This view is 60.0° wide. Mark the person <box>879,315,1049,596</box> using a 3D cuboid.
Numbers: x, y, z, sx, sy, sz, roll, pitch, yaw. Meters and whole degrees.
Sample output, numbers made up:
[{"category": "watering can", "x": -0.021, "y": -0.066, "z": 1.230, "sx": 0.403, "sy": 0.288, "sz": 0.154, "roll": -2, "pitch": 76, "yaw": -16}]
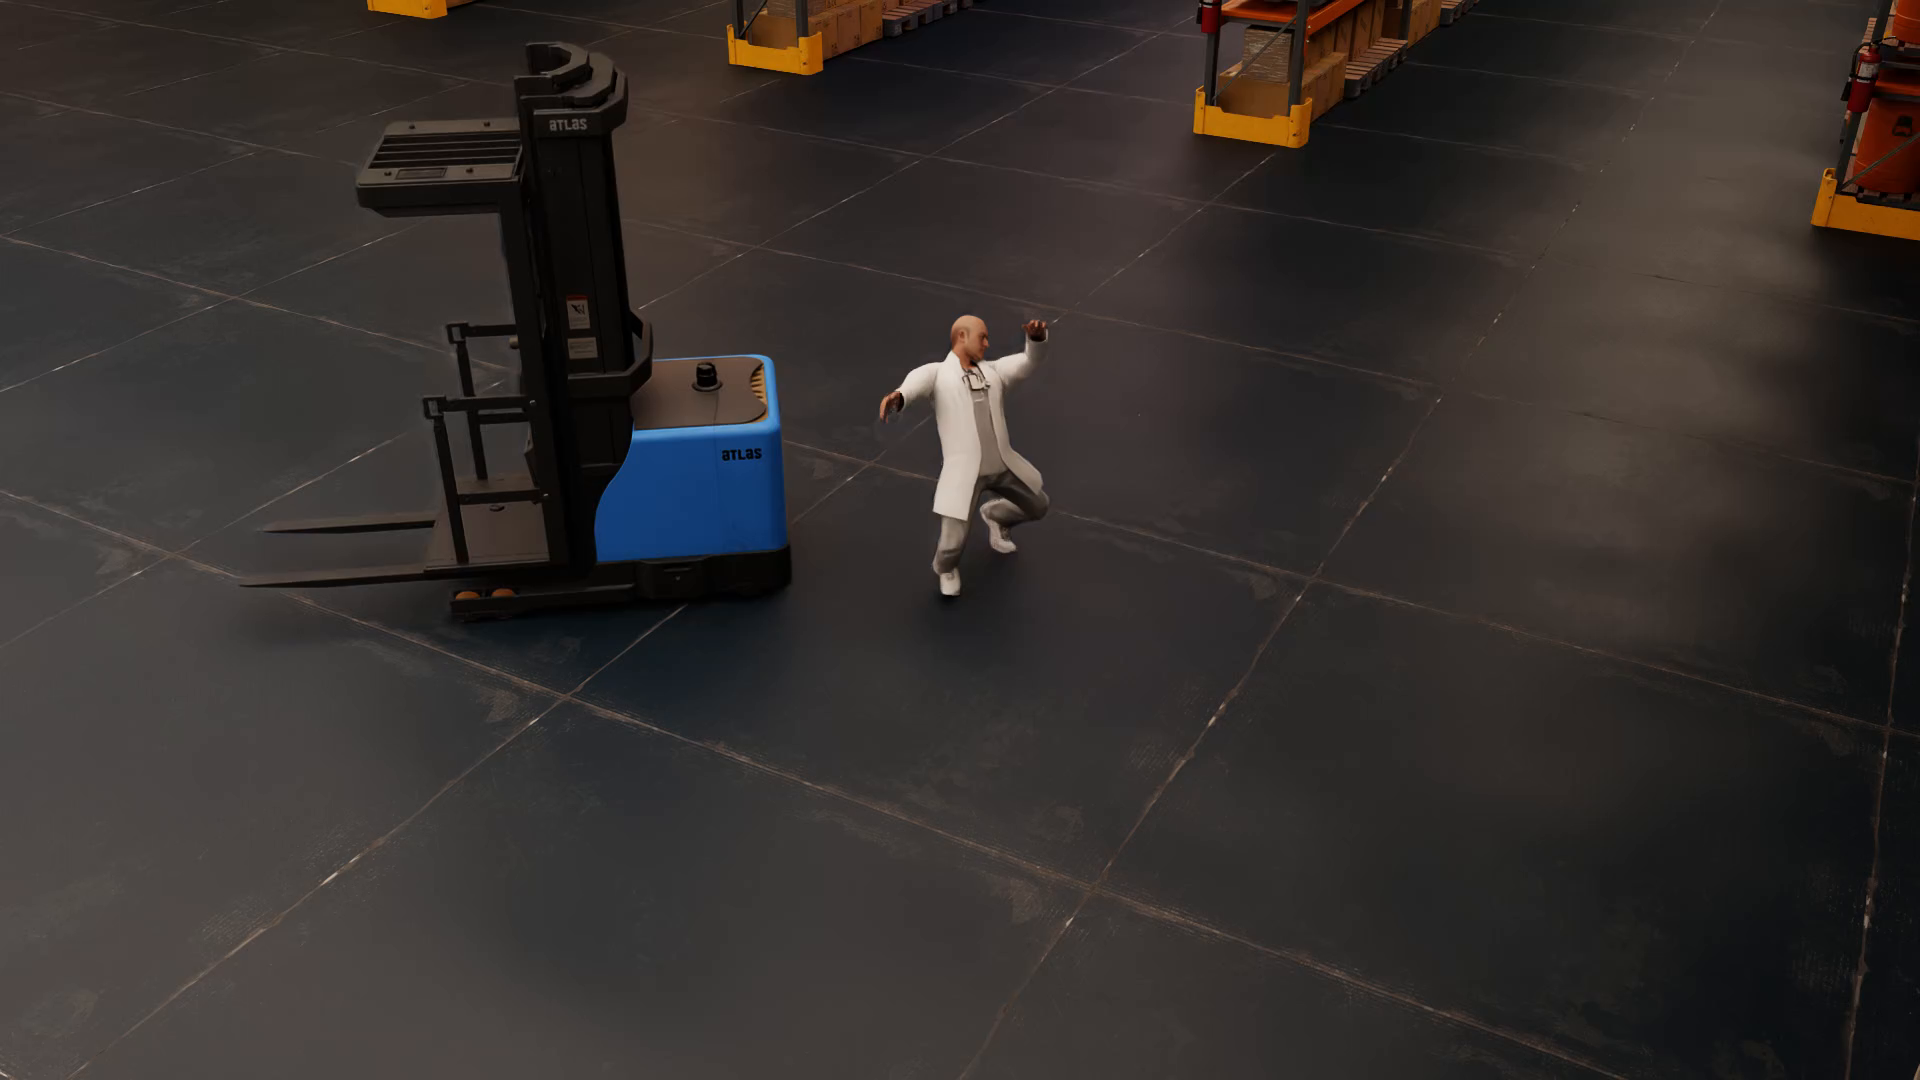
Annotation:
[{"category": "person", "x": -0.051, "y": -0.455, "z": 9.124, "sx": 1.108, "sy": 1.651, "sz": 0.688, "roll": -20, "pitch": 35, "yaw": -30}]

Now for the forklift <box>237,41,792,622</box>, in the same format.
[{"category": "forklift", "x": -2.517, "y": -1.100, "z": 8.976, "sx": 3.031, "sy": 2.935, "sz": 1.130, "roll": -4, "pitch": 30, "yaw": -7}]
